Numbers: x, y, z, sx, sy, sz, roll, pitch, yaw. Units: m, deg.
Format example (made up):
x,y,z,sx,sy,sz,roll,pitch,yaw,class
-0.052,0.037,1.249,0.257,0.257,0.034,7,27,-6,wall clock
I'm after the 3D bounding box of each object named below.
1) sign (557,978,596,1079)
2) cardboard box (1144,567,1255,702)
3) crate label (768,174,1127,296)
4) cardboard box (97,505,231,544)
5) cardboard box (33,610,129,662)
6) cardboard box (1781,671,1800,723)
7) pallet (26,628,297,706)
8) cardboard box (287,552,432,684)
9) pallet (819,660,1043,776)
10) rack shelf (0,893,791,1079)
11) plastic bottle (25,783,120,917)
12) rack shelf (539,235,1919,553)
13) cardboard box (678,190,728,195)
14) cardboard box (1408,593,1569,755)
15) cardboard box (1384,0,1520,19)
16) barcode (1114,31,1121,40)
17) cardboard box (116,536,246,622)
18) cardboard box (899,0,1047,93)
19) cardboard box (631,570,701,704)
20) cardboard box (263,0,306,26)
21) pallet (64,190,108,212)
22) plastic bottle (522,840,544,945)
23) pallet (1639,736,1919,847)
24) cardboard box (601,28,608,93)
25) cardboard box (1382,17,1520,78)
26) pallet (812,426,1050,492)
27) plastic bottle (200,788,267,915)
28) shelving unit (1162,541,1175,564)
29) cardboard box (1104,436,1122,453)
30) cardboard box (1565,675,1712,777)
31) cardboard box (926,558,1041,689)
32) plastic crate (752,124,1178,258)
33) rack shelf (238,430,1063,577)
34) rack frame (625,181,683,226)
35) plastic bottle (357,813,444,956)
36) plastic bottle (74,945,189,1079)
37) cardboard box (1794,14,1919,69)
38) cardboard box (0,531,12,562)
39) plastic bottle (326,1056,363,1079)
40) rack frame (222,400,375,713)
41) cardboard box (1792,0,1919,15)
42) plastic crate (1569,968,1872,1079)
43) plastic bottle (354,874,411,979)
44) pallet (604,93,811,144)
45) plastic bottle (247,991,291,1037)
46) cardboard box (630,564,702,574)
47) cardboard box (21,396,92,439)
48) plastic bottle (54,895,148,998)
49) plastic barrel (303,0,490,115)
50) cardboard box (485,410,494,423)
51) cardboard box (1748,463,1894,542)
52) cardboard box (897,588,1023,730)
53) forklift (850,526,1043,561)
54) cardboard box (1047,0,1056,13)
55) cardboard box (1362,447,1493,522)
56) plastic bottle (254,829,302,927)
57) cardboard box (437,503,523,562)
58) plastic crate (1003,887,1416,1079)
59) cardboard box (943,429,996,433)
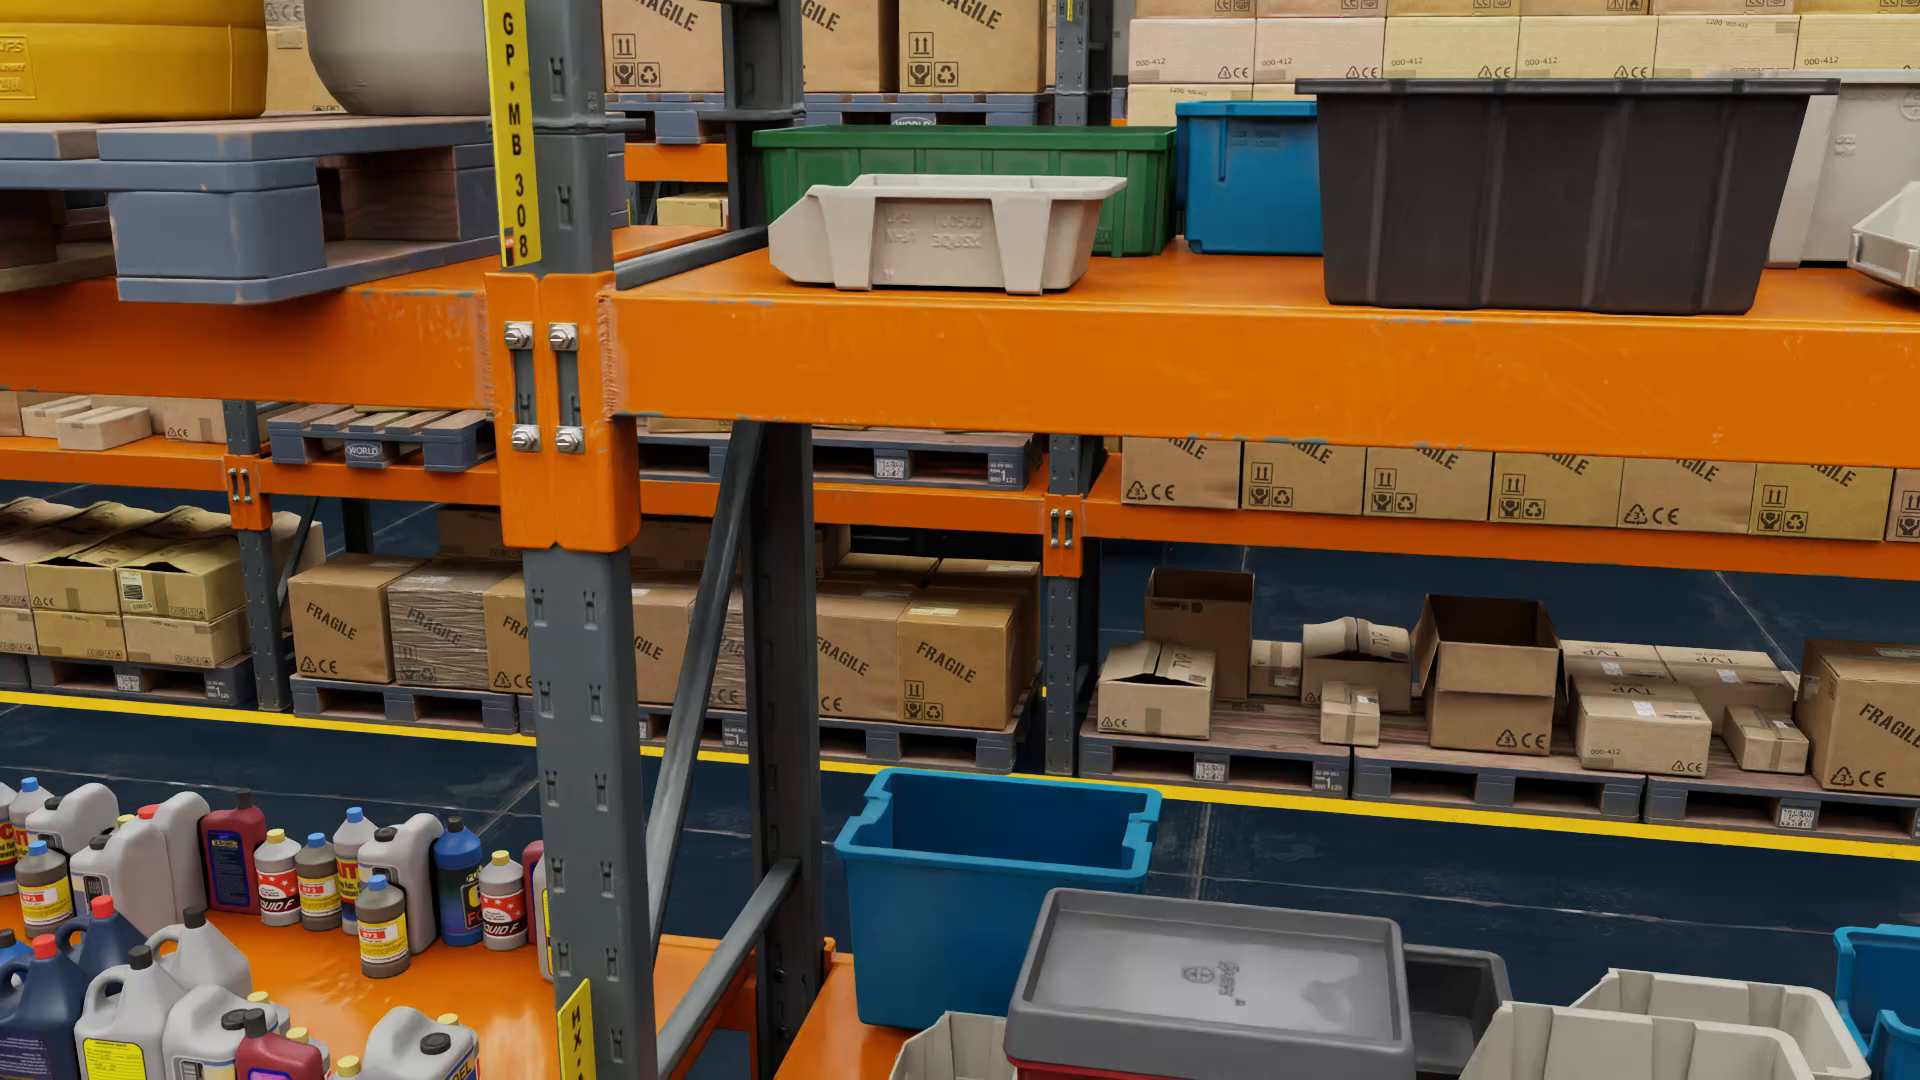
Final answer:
x,y,z,sx,sy,sz,roll,pitch,yaw,class
-0.555,0.810,2.430,0.005,0.325,0.100,3,16,11,sign
1.163,0.453,8.097,0.500,0.500,0.500,3,16,11,cardboard box
-0.021,-0.417,2.254,0.466,0.136,0.293,3,16,11,crate label
-4.343,0.013,9.138,0.500,0.311,0.500,3,16,10,cardboard box
-4.442,0.423,8.709,0.500,0.250,0.500,3,16,10,cardboard box
3.881,0.745,7.668,0.250,0.166,0.380,3,16,11,cardboard box
-4.171,0.581,8.999,1.213,0.211,1.003,3,16,11,pallet
-2.983,0.383,8.349,0.500,0.500,0.500,4,16,13,cardboard box
-0.257,0.815,8.156,1.213,0.211,1.003,3,16,11,pallet
-2.403,1.040,3.466,4.000,0.370,1.077,3,16,11,rack shelf
-1.955,0.674,3.674,0.135,0.276,0.152,3,16,11,plastic bottle
1.517,-0.193,2.298,4.000,0.370,1.077,3,16,11,rack shelf
-1.893,-2.611,13.112,0.500,0.250,0.500,4,16,13,cardboard box
2.390,0.594,7.582,0.637,0.503,0.797,3,16,11,cardboard box
1.985,-2.367,6.739,0.500,0.500,0.700,3,16,11,cardboard box
1.152,-3.709,12.219,0.075,0.075,0.001,5,16,16,barcode
-3.934,0.180,8.536,0.500,0.311,0.500,4,16,13,cardboard box
0.069,-2.286,7.346,0.600,0.600,0.600,2,16,6,cardboard box
-1.466,0.464,8.057,0.500,0.500,0.500,3,16,9,cardboard box
-2.946,-2.659,7.794,0.500,0.500,0.500,3,16,11,cardboard box
-2.343,-0.631,2.884,1.213,0.211,1.003,3,16,11,pallet
-0.848,0.718,3.501,0.133,0.283,0.061,3,16,11,plastic bottle
3.612,1.015,7.434,1.213,0.211,1.003,3,16,11,pallet
-1.929,-2.133,7.768,0.500,0.500,0.910,3,16,11,cardboard box
1.953,-1.963,6.687,0.500,0.250,0.500,3,16,11,cardboard box
-0.214,-0.474,7.945,1.213,0.211,1.003,3,16,11,pallet
-1.588,0.678,3.646,0.133,0.283,0.061,3,16,11,plastic bottle
1.042,-0.643,10.998,0.755,1.500,0.431,4,16,15,shelving unit
0.868,-0.959,12.575,0.750,0.750,0.750,3,16,12,cardboard box
2.961,0.807,7.286,0.500,0.250,0.500,3,16,11,cardboard box
0.122,0.407,8.261,0.500,0.500,0.500,2,16,9,cardboard box
0.032,-0.600,2.818,0.662,0.188,0.450,3,16,11,plastic crate
-1.412,-0.256,8.143,4.000,0.370,1.077,3,16,11,rack shelf
-2.389,-2.005,13.110,0.127,3.000,1.000,3,16,11,rack frame
-1.179,0.716,3.522,0.135,0.276,0.152,3,16,11,plastic bottle
-1.409,0.860,2.860,0.185,0.351,0.144,3,16,11,plastic bottle
3.423,-1.884,6.402,0.500,0.250,0.500,3,16,11,cardboard box
-5.430,0.100,8.827,0.500,0.311,0.500,4,16,13,cardboard box
-1.013,0.960,2.779,0.097,0.201,0.097,0,15,0,plastic bottle
-3.372,-0.709,8.431,0.127,3.000,1.000,3,16,11,rack frame
3.488,-2.331,6.607,0.500,0.500,0.700,3,16,11,cardboard box
1.323,0.912,2.963,0.466,0.136,0.293,3,16,11,plastic crate
-1.186,0.785,3.410,0.097,0.201,0.097,0,15,0,plastic bottle
-1.094,-1.958,7.676,1.003,0.211,1.213,3,16,11,pallet
-1.245,0.906,2.975,0.097,0.201,0.097,0,15,0,plastic bottle
-1.386,0.326,8.554,0.500,0.500,0.500,3,16,9,cardboard box
-4.633,-0.641,8.657,0.250,0.149,0.380,4,16,15,cardboard box
-1.561,0.813,3.032,0.185,0.351,0.144,3,16,11,plastic bottle
-0.909,-1.007,2.849,0.433,0.535,0.433,0,15,0,plastic barrel
-1.874,-0.857,7.992,0.500,0.500,0.700,6,17,22,cardboard box
3.465,-0.311,6.807,0.500,0.500,0.500,3,16,12,cardboard box
0.007,0.545,7.762,0.500,0.500,0.500,3,16,11,cardboard box
-0.840,-1.438,11.191,3.031,2.935,1.130,3,16,12,forklift
0.695,-3.940,12.062,0.500,0.250,0.500,4,16,15,cardboard box
1.985,-0.392,7.101,0.500,0.500,0.500,3,16,11,cardboard box
-1.478,0.728,3.617,0.097,0.201,0.097,0,15,0,plastic bottle
-2.353,-0.087,8.642,0.500,0.250,0.500,4,16,13,cardboard box
0.382,0.853,2.561,0.583,0.464,0.402,3,16,11,plastic crate
0.128,-0.830,7.896,0.500,0.500,0.700,-2,16,-8,cardboard box
